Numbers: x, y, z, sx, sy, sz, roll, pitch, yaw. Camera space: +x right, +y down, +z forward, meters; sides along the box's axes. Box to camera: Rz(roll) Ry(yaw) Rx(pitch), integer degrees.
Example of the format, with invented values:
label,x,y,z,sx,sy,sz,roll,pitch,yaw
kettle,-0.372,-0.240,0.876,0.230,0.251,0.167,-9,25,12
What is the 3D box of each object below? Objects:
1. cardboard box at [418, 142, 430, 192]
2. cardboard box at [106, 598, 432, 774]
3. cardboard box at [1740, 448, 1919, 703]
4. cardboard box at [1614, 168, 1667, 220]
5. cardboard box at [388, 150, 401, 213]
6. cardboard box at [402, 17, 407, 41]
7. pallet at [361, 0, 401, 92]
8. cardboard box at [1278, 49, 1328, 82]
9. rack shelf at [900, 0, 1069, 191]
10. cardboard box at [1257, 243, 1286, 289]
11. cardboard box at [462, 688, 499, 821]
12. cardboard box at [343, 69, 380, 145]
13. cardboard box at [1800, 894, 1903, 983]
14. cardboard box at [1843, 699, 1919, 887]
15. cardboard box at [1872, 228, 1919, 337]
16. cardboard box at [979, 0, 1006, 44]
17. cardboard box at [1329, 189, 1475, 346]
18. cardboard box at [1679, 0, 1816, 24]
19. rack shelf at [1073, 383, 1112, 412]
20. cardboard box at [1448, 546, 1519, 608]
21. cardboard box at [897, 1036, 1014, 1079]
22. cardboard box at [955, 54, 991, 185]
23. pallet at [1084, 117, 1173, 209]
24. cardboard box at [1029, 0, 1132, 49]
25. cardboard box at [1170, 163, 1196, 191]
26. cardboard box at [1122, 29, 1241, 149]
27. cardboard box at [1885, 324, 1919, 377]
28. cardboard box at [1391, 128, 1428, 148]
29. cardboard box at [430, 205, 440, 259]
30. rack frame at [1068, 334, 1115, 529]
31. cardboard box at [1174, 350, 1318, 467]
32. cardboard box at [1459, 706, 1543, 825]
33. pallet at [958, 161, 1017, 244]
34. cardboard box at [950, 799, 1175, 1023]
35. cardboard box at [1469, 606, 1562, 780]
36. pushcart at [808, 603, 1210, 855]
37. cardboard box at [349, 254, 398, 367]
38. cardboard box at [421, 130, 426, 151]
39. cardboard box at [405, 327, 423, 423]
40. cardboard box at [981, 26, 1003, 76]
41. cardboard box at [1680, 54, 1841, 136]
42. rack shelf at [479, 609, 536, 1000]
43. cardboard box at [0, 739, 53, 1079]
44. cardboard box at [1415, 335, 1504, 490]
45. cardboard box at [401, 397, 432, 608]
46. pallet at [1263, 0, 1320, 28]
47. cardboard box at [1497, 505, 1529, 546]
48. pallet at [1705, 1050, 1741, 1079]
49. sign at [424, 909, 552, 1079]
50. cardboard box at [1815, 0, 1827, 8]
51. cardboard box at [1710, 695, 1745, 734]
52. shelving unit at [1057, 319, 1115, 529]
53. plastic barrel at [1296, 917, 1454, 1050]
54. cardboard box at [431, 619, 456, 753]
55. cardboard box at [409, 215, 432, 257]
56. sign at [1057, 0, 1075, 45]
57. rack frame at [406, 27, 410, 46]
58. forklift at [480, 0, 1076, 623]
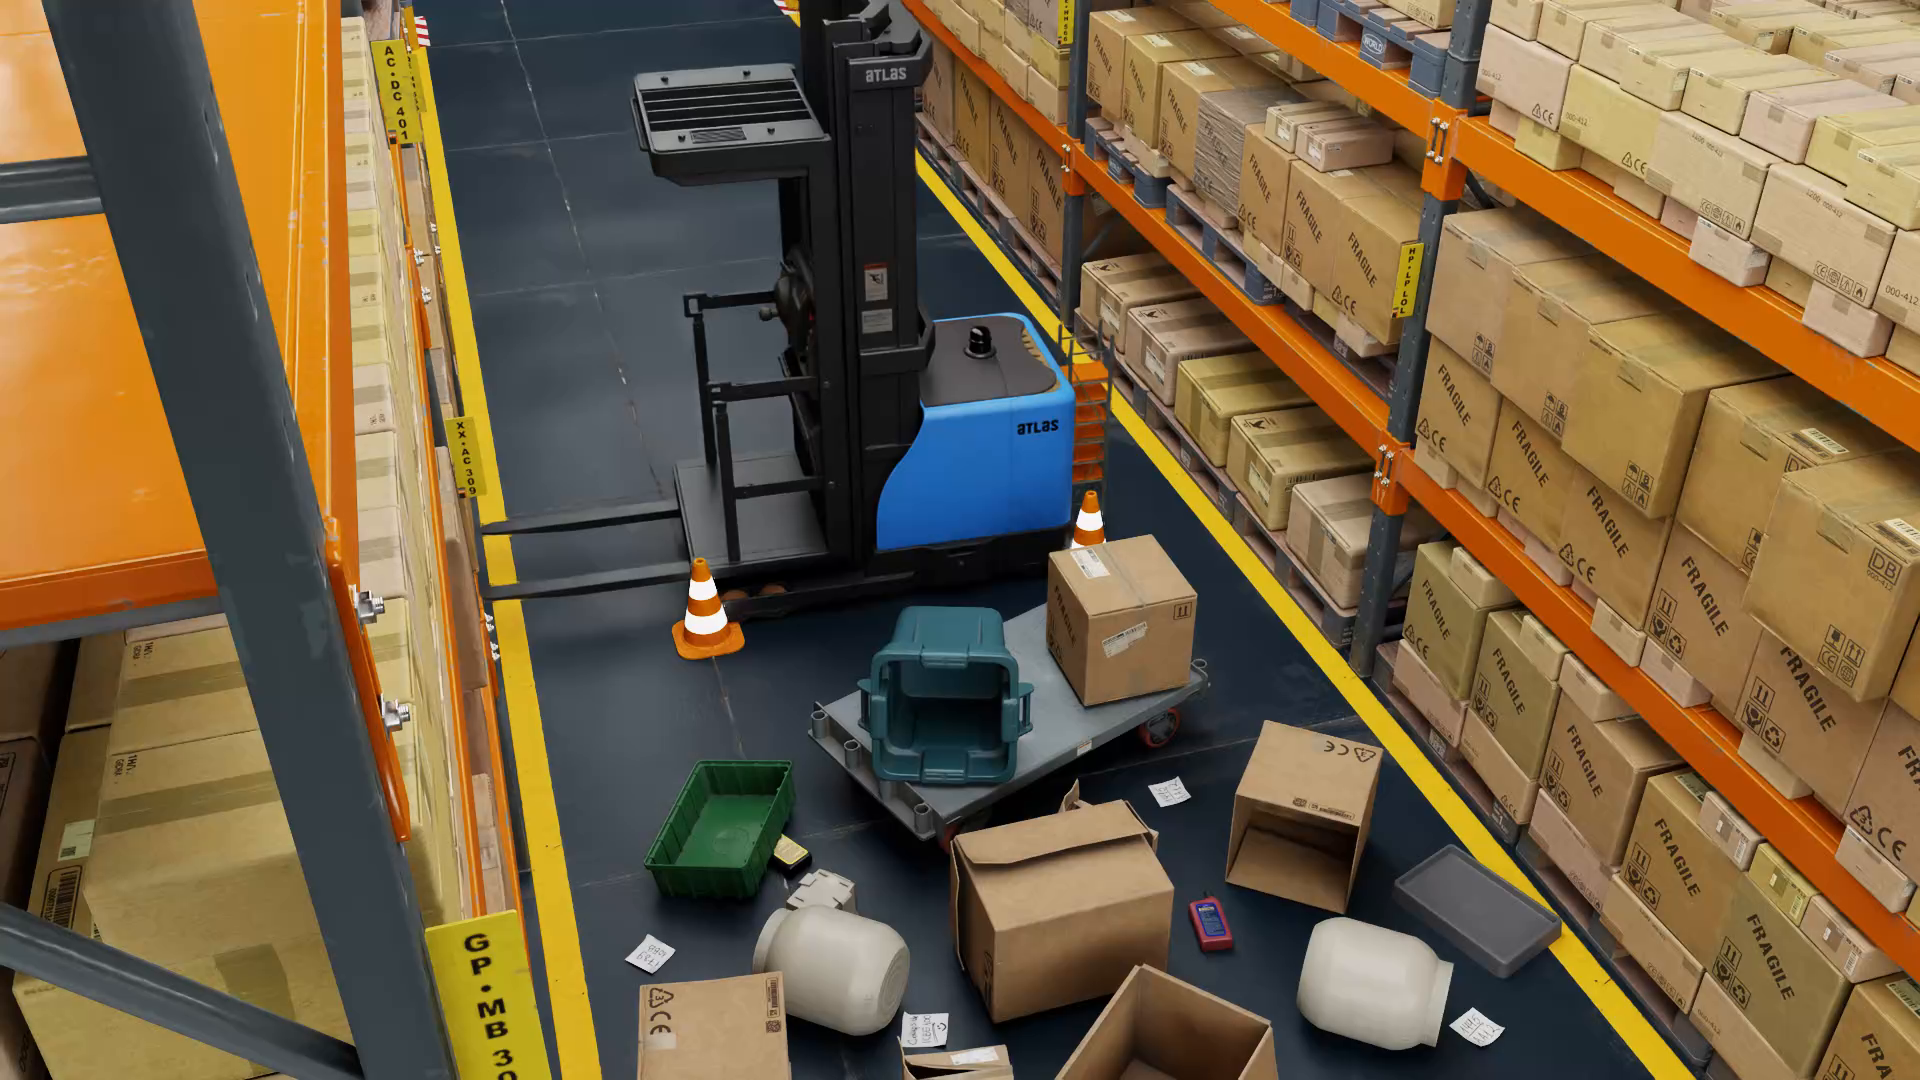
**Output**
label,x,y,z,sx,sy,sz,roll,pitch,yaw
cardboard box,-3.944,-2.555,11.422,0.500,0.250,0.500,-12,35,-17
cardboard box,-0.944,0.238,2.301,0.380,0.149,0.250,-10,35,-14
cardboard box,2.849,0.077,4.965,0.700,0.500,0.500,-10,35,-15
cardboard box,2.500,-1.236,5.727,0.380,0.149,0.250,-9,35,-13
cardboard box,-1.875,-1.032,4.946,0.380,0.149,0.250,-10,35,-15
cardboard box,-5.172,-4.570,14.930,0.380,0.149,0.250,-9,34,-13
pallet,-2.920,-2.163,7.072,1.003,0.211,1.213,-8,34,-13
cardboard box,1.941,-2.591,8.941,0.380,0.149,0.250,-12,35,-17
rack shelf,0.563,-3.541,12.360,1.077,0.370,4.000,-10,35,-15
cardboard box,1.716,-1.389,8.298,0.380,0.149,0.250,-10,35,-14
cardboard box,-1.977,0.608,5.292,0.875,0.550,0.550,-10,35,-15
cardboard box,-1.722,-1.099,4.324,0.380,0.149,0.250,-10,35,-15
cardboard box,2.944,1.239,5.318,0.380,0.149,0.250,-9,35,-13
cardboard box,3.037,0.741,4.867,0.500,0.500,0.500,-10,35,-15
cardboard box,2.885,-0.663,4.498,0.500,0.250,0.500,-9,35,-13
cardboard box,0.448,-3.683,11.605,0.500,0.250,0.500,-11,35,-16
cardboard box,2.034,-1.236,7.478,0.500,0.500,0.500,-11,35,-16
cardboard box,2.850,-1.917,6.034,0.380,0.149,0.250,-11,35,-16
rack shelf,0.648,-0.741,8.748,0.258,0.103,0.180,-8,34,-13
cardboard box,2.297,0.128,6.999,0.380,0.149,0.250,-10,35,-14
cardboard box,-0.012,1.928,5.911,0.396,0.266,0.258,-4,34,-6
cardboard box,0.501,-3.395,13.033,0.875,0.875,0.875,-9,35,-13
pallet,1.492,-2.355,10.087,1.213,0.211,1.003,-10,35,-15
cardboard box,0.766,-3.478,10.614,0.500,0.500,0.500,-11,35,-16
cardboard box,1.401,-2.093,9.363,0.380,0.149,0.250,-8,34,-12
cardboard box,1.255,-2.585,9.519,0.500,0.500,0.500,-8,34,-12
cardboard box,2.874,-0.555,4.696,0.380,0.149,0.250,-11,35,-16
cardboard box,2.232,-1.851,8.409,0.500,0.500,0.500,-10,35,-15
cardboard box,-3.956,-2.253,11.644,0.500,0.500,0.500,-11,35,-16
rack frame,0.671,-0.530,8.783,0.240,1.200,0.006,-8,34,-13
cardboard box,1.794,-0.787,9.542,0.950,0.372,0.625,-9,34,-13
cardboard box,2.489,0.914,7.078,0.500,0.250,0.500,-8,34,-12
pallet,0.636,-2.694,12.955,1.003,0.211,1.213,-10,35,-15
cardboard box,0.373,1.408,6.360,0.797,0.637,0.503,-10,35,-15
cardboard box,2.490,0.602,6.870,0.500,0.500,0.500,-9,34,-13
pushcart,0.237,0.812,7.498,1.648,0.377,0.936,-23,40,-31
cardboard box,-1.334,-0.433,3.315,0.380,0.149,0.250,-10,35,-14
cardboard box,-4.536,-3.237,13.452,0.380,0.149,0.250,-12,35,-17
cardboard box,-1.485,-0.363,3.934,0.380,0.149,0.250,-10,35,-15
cardboard box,0.462,-3.483,11.756,0.500,0.250,0.500,-10,35,-15
cardboard box,2.536,-1.414,5.273,0.380,0.149,0.250,-11,35,-16
rack shelf,-1.680,1.544,4.664,1.077,0.370,4.000,-10,35,-15
cardboard box,-1.486,0.554,2.183,0.500,0.250,0.500,-10,35,-14
cardboard box,2.262,-0.579,6.865,0.500,0.500,0.500,-10,35,-15
cardboard box,-1.284,-0.063,3.118,0.500,0.250,0.500,-10,35,-15
pallet,1.987,-2.750,7.960,1.213,0.211,1.003,-10,35,-15
cardboard box,2.420,-0.109,6.741,0.380,0.149,0.250,-10,35,-15
pallet,3.376,2.100,5.700,1.003,0.211,1.213,-10,35,-15
sign,-0.540,0.555,1.923,0.100,0.325,0.005,-10,35,-15
cardboard box,5.798,-3.584,11.093,0.380,0.149,0.250,-9,35,-14
cardboard box,2.848,0.547,5.748,0.380,0.149,0.250,-10,35,-15
shelving unit,0.648,-0.578,8.856,0.258,1.200,0.189,-8,34,-13
plastic barrel,1.541,1.654,6.183,0.512,0.421,0.421,13,36,18
cardboard box,-1.102,0.299,2.932,0.380,0.149,0.250,-10,35,-14
cardboard box,-2.814,-1.232,8.122,0.500,0.500,0.500,-11,35,-16
sign,0.645,-3.179,10.110,0.100,0.325,0.005,-10,35,-15
rack frame,-5.951,-6.106,15.589,1.000,3.000,0.127,-10,35,-15
forklift,-0.981,-1.123,8.110,3.031,2.935,1.130,-8,34,-11
